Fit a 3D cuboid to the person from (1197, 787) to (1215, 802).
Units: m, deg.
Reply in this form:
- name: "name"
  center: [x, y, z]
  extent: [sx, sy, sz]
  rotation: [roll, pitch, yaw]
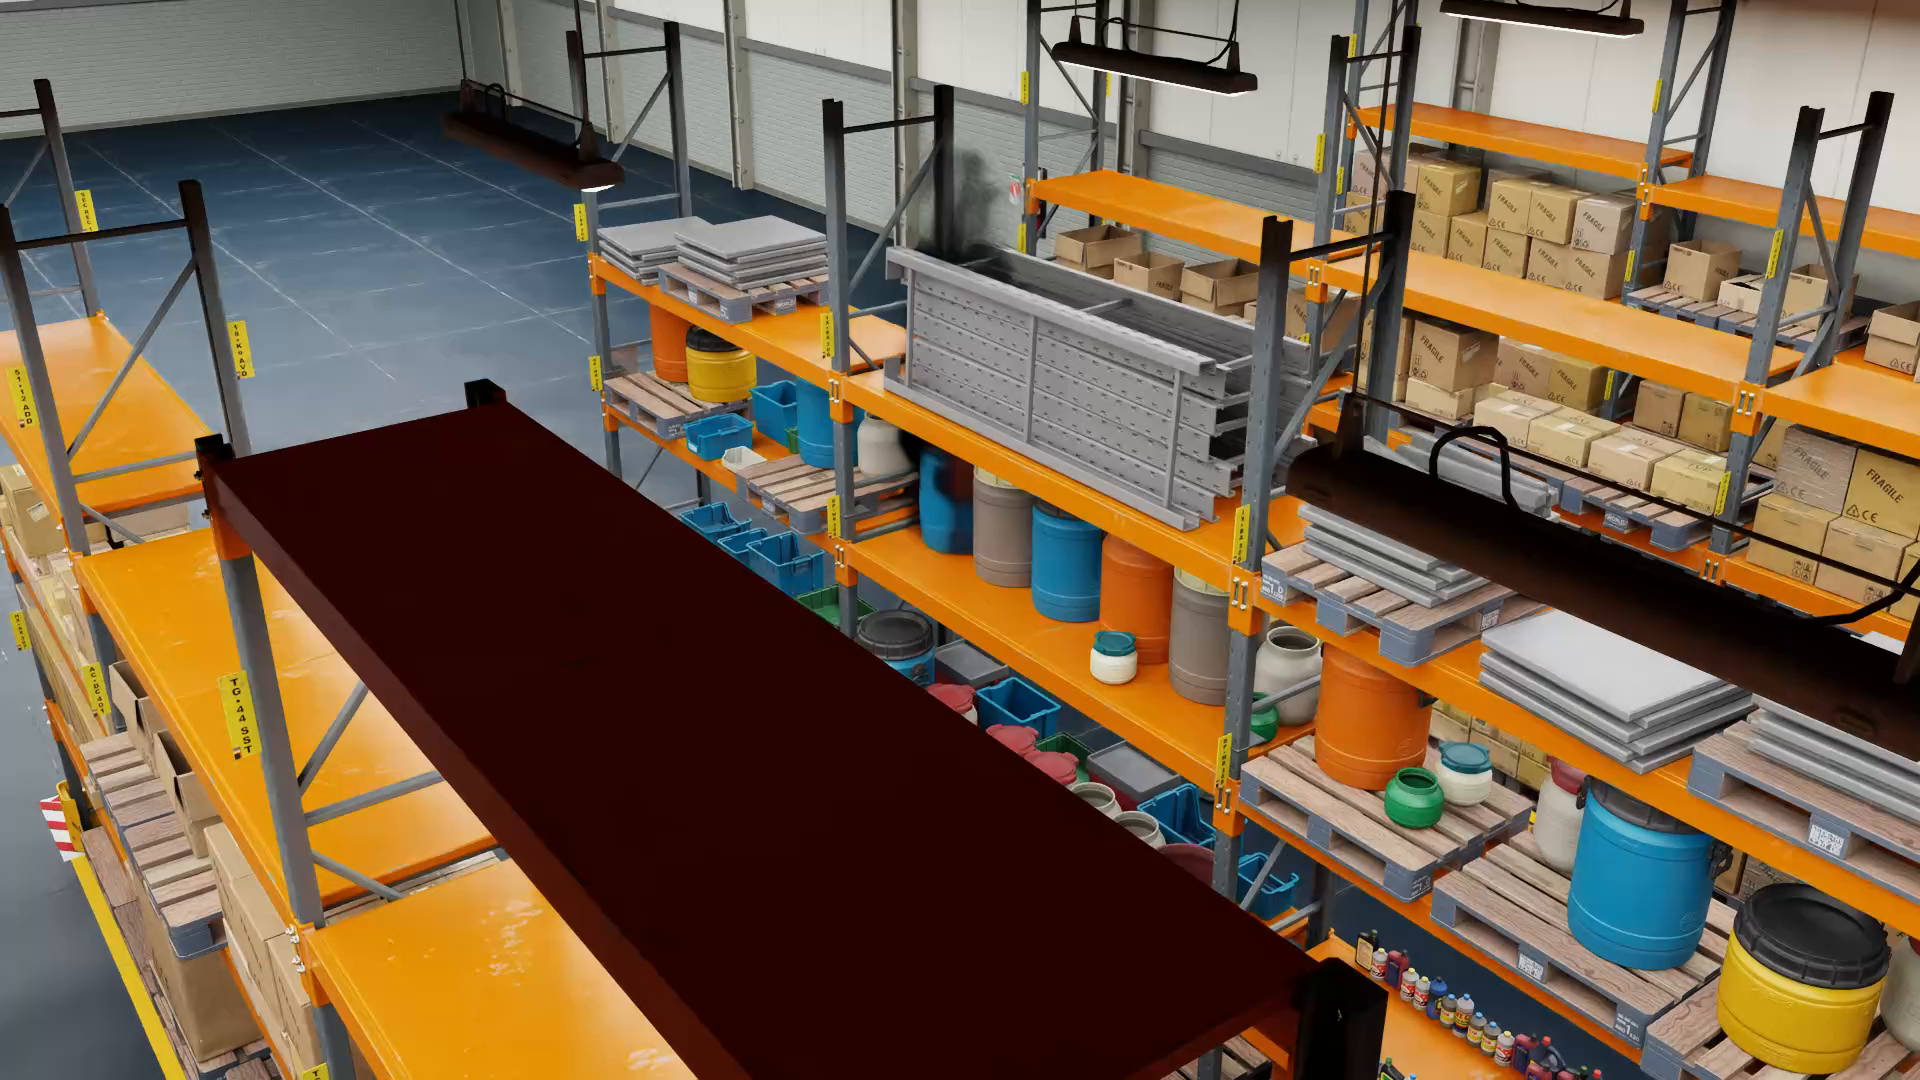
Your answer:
- name: "person"
  center: [2.170, 1.431, 13.899]
  extent: [0.655, 1.712, 0.806]
  rotation: [-22, 33, -39]
